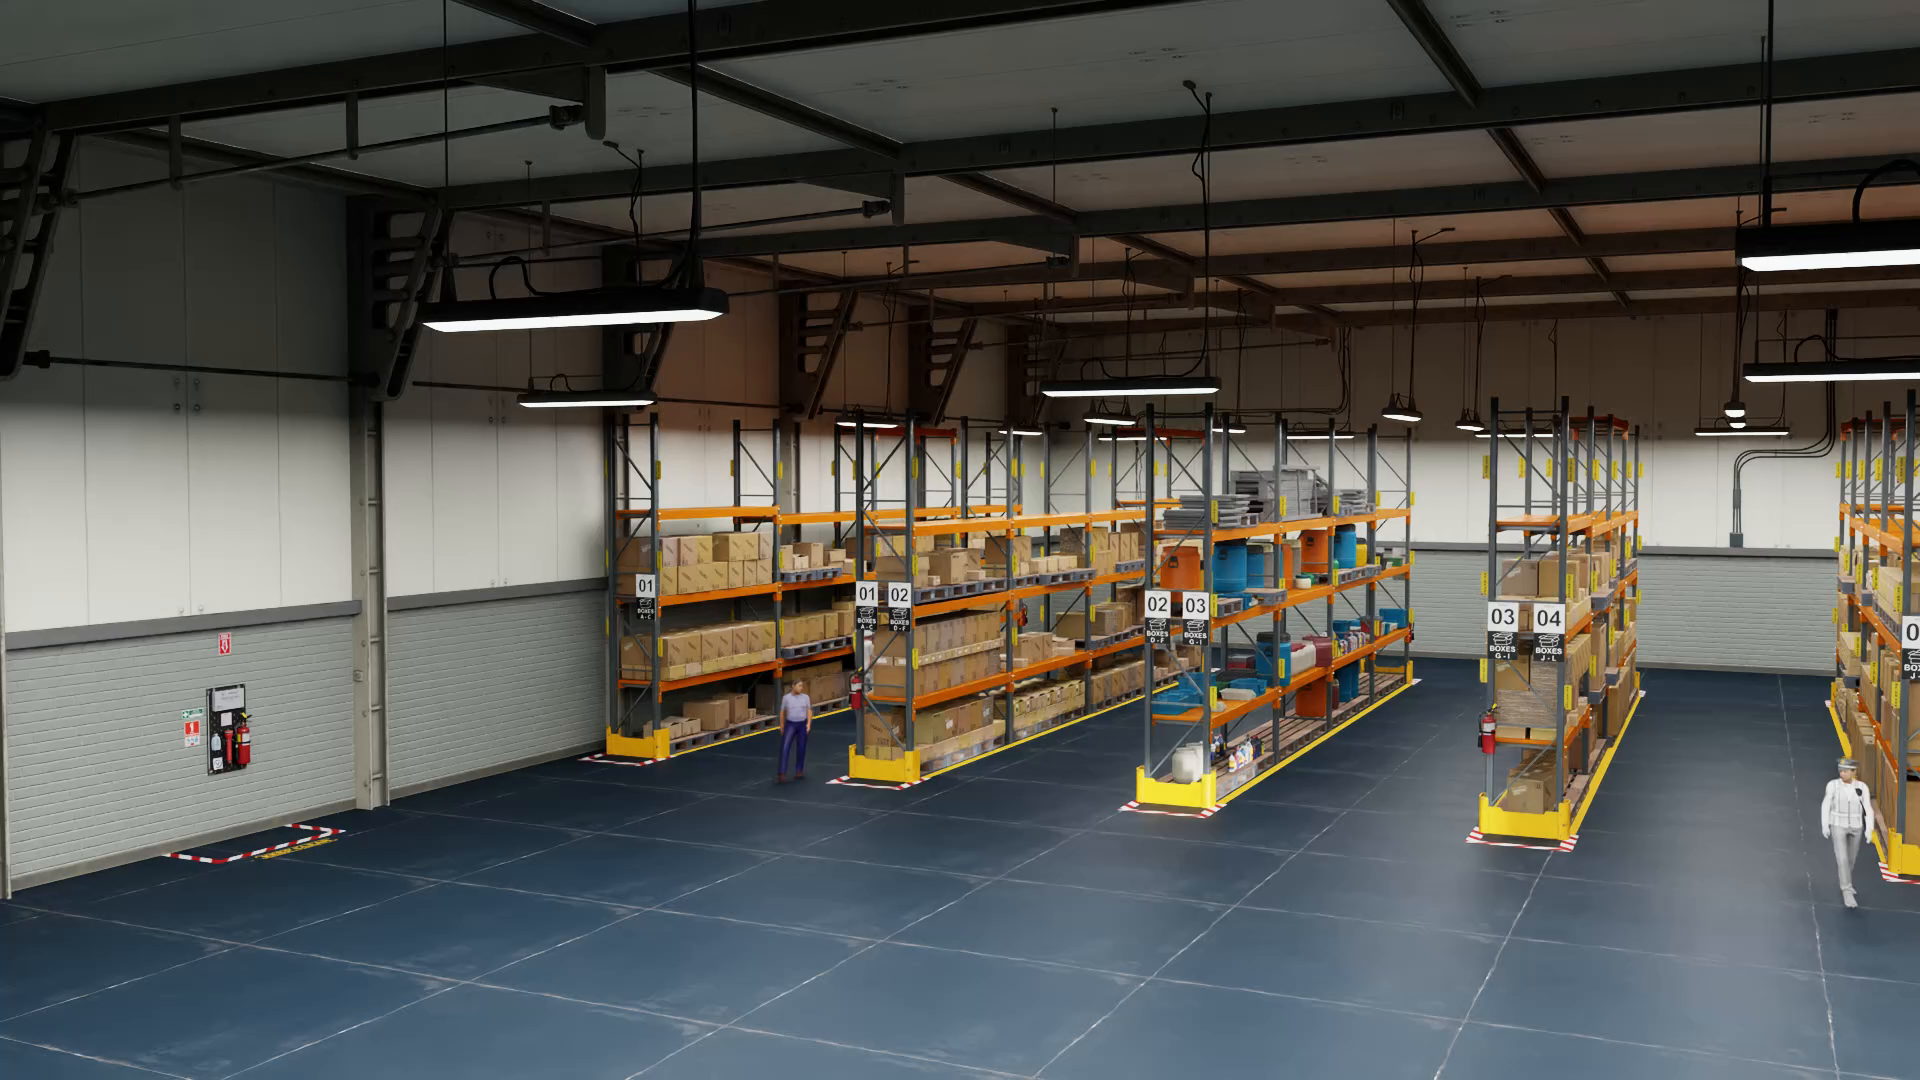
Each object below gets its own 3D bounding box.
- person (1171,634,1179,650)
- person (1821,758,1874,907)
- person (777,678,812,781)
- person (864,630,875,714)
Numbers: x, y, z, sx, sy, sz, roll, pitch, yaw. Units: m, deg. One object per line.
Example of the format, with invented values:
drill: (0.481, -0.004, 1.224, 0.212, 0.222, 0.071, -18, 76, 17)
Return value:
person: (5.607, 2.262, 44.299, 0.567, 1.742, 0.856, -1, 2, -14)
person: (10.297, 3.348, 19.279, 0.514, 1.638, 0.886, 1, 3, 19)
person: (-2.686, 3.065, 26.774, 0.647, 1.613, 0.775, -1, 3, -20)
person: (-1.878, 2.675, 33.898, 0.583, 1.778, 0.468, 2, 3, 42)
